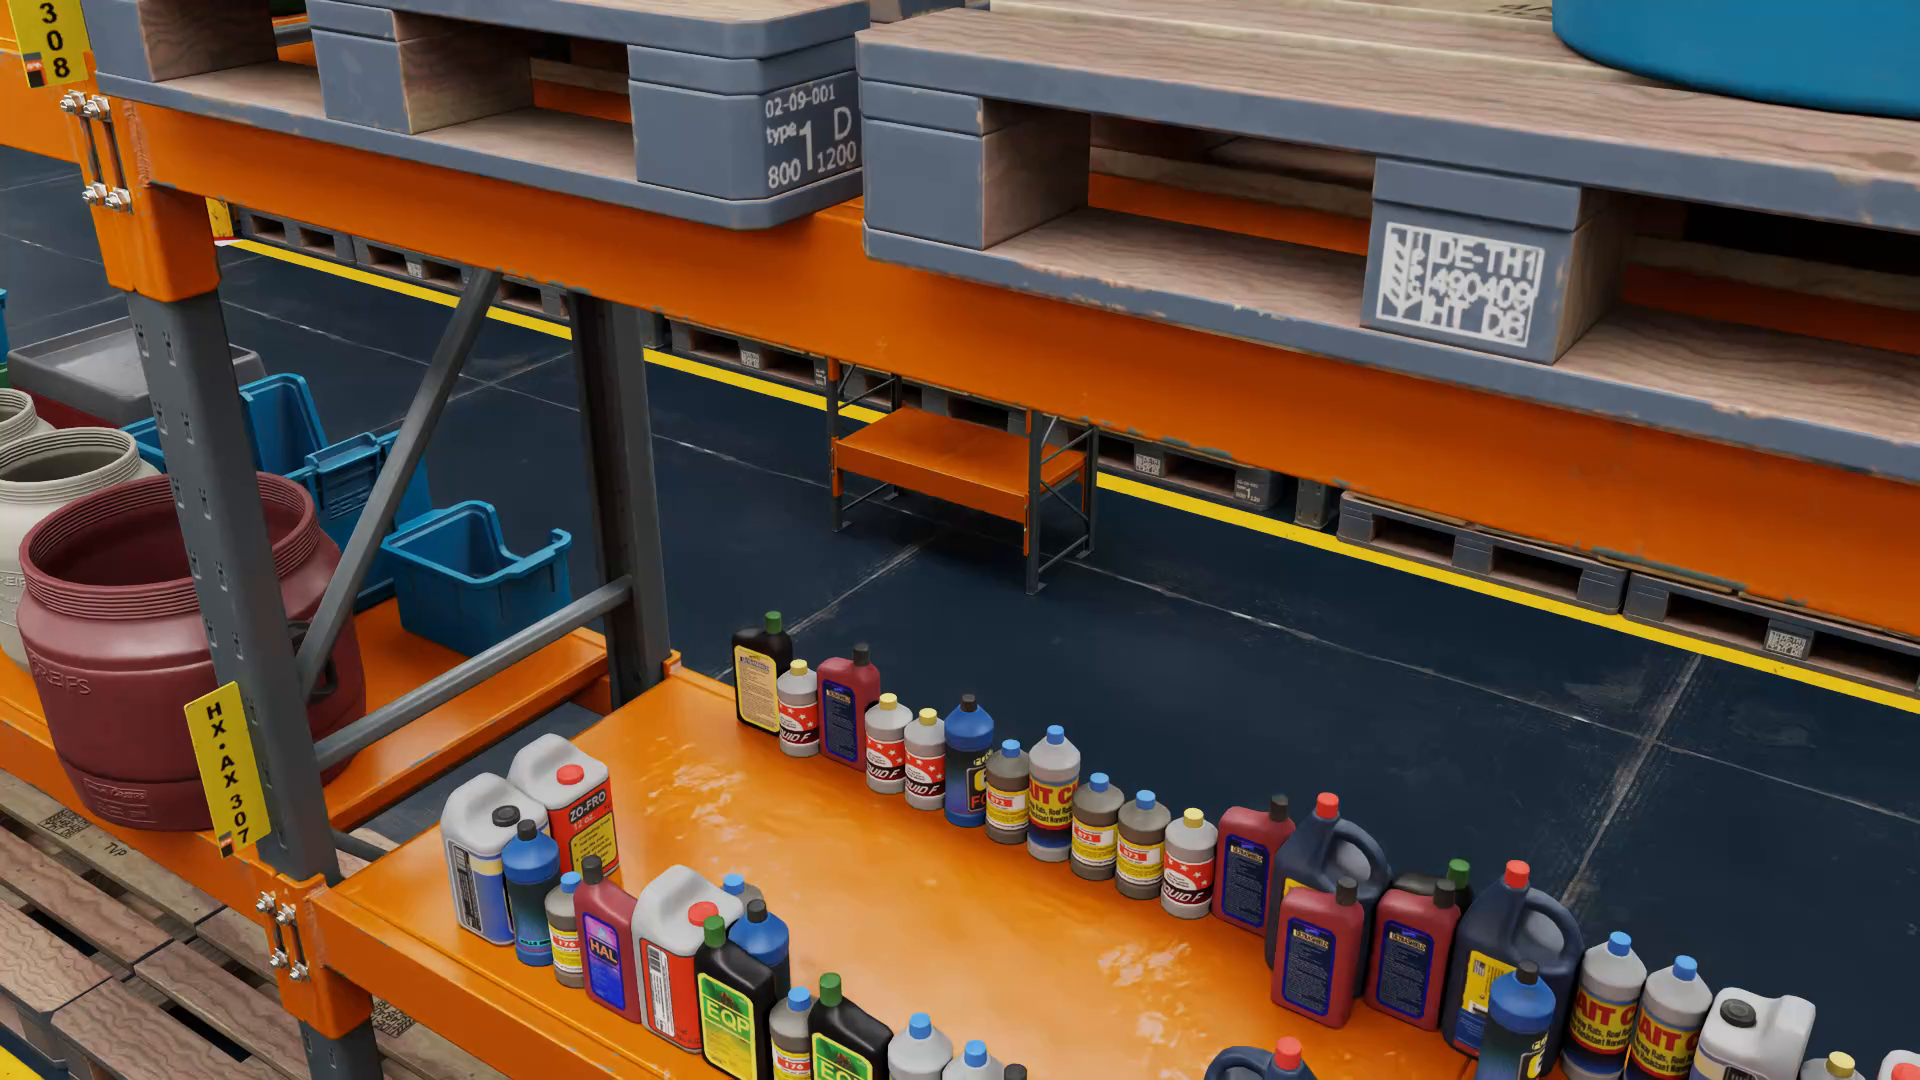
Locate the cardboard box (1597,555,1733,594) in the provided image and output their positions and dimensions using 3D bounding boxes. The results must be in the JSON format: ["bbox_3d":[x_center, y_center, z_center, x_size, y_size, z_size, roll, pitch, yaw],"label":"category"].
[{"bbox_3d":[2.873,-0.170,6.548,0.500,0.500,0.500,17,31,30],"label":"cardboard box"}]

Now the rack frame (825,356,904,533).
[{"bbox_3d":[-0.413,-0.630,7.248,0.032,1.125,0.500,17,32,30],"label":"rack frame"}]

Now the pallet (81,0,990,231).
[{"bbox_3d":[-0.418,-0.744,2.305,1.213,0.211,1.003,17,32,30],"label":"pallet"}]

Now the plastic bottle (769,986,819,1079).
[{"bbox_3d":[-0.248,0.790,2.610,0.097,0.201,0.097,0,27,0],"label":"plastic bottle"}]

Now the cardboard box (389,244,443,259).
[{"bbox_3d":[-3.228,-1.984,10.410,0.500,0.250,0.500,17,32,30],"label":"cardboard box"}]

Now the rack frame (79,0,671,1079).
[{"bbox_3d":[-0.993,0.276,3.400,0.127,3.000,1.000,17,32,30],"label":"rack frame"}]

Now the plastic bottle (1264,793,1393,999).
[{"bbox_3d":[0.631,0.592,2.833,0.185,0.351,0.144,17,32,30],"label":"plastic bottle"}]

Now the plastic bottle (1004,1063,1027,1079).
[{"bbox_3d":[0.107,0.874,2.354,0.133,0.283,0.061,17,32,30],"label":"plastic bottle"}]

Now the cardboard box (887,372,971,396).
[{"bbox_3d":[-0.023,-0.973,8.423,0.500,0.250,0.500,18,32,31],"label":"cardboard box"}]

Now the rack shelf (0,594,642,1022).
[{"bbox_3d":[-2.642,0.083,4.572,4.000,0.370,1.077,17,32,30],"label":"rack shelf"}]

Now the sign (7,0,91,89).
[{"bbox_3d":[-1.299,-0.807,2.336,0.005,0.325,0.100,17,32,30],"label":"sign"}]

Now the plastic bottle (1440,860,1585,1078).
[{"bbox_3d":[0.894,0.674,2.672,0.185,0.351,0.144,17,32,30],"label":"plastic bottle"}]

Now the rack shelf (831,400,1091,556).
[{"bbox_3d":[0.006,-0.282,7.102,1.000,0.278,0.538,17,32,30],"label":"rack shelf"}]

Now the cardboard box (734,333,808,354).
[{"bbox_3d":[-0.870,-1.236,8.939,0.500,0.250,0.500,18,32,32],"label":"cardboard box"}]

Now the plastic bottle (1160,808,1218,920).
[{"bbox_3d":[0.418,0.580,3.023,0.097,0.201,0.097,0,27,0],"label":"plastic bottle"}]

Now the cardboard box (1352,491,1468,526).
[{"bbox_3d":[2.028,-0.433,7.065,0.500,0.500,0.500,19,32,32],"label":"cardboard box"}]

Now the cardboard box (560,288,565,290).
[{"bbox_3d":[-1.989,-1.601,9.657,0.500,0.250,0.500,17,32,30],"label":"cardboard box"}]

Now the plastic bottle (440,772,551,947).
[{"bbox_3d":[-0.820,0.563,2.972,0.135,0.276,0.152,17,32,30],"label":"plastic bottle"}]

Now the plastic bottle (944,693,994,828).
[{"bbox_3d":[0.017,0.424,3.252,0.097,0.271,0.097,0,27,0],"label":"plastic bottle"}]

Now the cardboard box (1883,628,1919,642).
[{"bbox_3d":[3.727,0.092,6.033,0.500,0.500,0.500,18,32,31],"label":"cardboard box"}]

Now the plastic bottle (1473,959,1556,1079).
[{"bbox_3d":[0.861,0.766,2.580,0.097,0.271,0.097,0,27,0],"label":"plastic bottle"}]

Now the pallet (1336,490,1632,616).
[{"bbox_3d":[2.408,-0.126,7.265,1.213,0.211,1.003,17,32,30],"label":"pallet"}]

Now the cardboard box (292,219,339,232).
[{"bbox_3d":[-4.050,-2.243,10.919,0.500,0.250,0.500,17,32,30],"label":"cardboard box"}]

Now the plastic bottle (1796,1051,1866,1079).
[{"bbox_3d":[1.295,0.853,2.486,0.097,0.201,0.097,0,27,0],"label":"plastic bottle"}]

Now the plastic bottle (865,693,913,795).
[{"bbox_3d":[-0.143,0.405,3.366,0.097,0.201,0.097,0,27,0],"label":"plastic bottle"}]

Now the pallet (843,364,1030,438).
[{"bbox_3d":[0.156,-0.872,8.730,1.213,0.211,1.003,17,32,30],"label":"pallet"}]

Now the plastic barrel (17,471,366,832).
[{"bbox_3d":[-1.547,0.210,3.381,0.708,0.536,0.600,17,32,30],"label":"plastic barrel"}]

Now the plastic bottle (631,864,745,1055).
[{"bbox_3d":[-0.438,0.682,2.739,0.135,0.276,0.152,17,32,30],"label":"plastic bottle"}]

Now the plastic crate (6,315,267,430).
[{"bbox_3d":[-2.152,-0.282,4.426,0.583,0.464,0.402,17,32,30],"label":"plastic crate"}]

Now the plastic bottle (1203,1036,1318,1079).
[{"bbox_3d":[0.428,0.837,2.352,0.185,0.351,0.144,17,32,30],"label":"plastic bottle"}]

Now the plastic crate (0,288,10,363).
[{"bbox_3d":[-3.205,-0.577,5.094,0.575,0.384,0.392,17,32,30],"label":"plastic crate"}]

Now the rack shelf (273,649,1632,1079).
[{"bbox_3d":[0.655,1.110,2.554,4.000,0.370,1.077,17,32,30],"label":"rack shelf"}]

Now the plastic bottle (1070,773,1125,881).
[{"bbox_3d":[0.258,0.530,3.121,0.097,0.201,0.097,0,27,0],"label":"plastic bottle"}]

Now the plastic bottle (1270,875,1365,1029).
[{"bbox_3d":[0.595,0.667,2.760,0.133,0.283,0.061,17,32,30],"label":"plastic bottle"}]

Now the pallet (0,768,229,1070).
[{"bbox_3d":[-2.611,0.992,5.068,1.213,0.211,1.003,17,32,30],"label":"pallet"}]

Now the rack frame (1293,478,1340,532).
[{"bbox_3d":[1.814,-1.575,7.037,0.127,3.000,1.000,17,32,30],"label":"rack frame"}]

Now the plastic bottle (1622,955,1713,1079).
[{"bbox_3d":[1.104,0.762,2.587,0.097,0.271,0.097,0,27,0],"label":"plastic bottle"}]

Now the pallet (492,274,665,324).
[{"bbox_3d":[-2.115,-1.579,10.120,1.213,0.211,1.003,17,32,30],"label":"pallet"}]

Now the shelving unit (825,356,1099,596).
[{"bbox_3d":[0.006,-0.500,6.991,1.048,1.125,0.538,17,32,30],"label":"shelving unit"}]

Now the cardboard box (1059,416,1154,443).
[{"bbox_3d":[0.816,-0.711,7.909,0.500,0.250,0.500,17,31,30],"label":"cardboard box"}]

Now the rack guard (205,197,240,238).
[{"bbox_3d":[-4.800,-2.521,11.653,0.348,0.500,1.175,17,32,30],"label":"rack guard"}]

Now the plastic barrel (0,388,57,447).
[{"bbox_3d":[-2.309,-0.066,3.949,0.421,0.512,0.421,0,27,0],"label":"plastic barrel"}]

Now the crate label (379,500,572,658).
[{"bbox_3d":[-1.128,0.102,3.926,0.416,0.233,0.303,17,32,30],"label":"crate label"}]

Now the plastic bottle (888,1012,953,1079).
[{"bbox_3d":[-0.058,0.818,2.478,0.097,0.271,0.097,0,27,0],"label":"plastic bottle"}]

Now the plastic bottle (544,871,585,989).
[{"bbox_3d":[-0.659,0.662,2.862,0.097,0.201,0.097,0,27,0],"label":"plastic bottle"}]

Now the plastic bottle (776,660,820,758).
[{"bbox_3d":[-0.333,0.346,3.483,0.097,0.201,0.097,0,27,0],"label":"plastic bottle"}]

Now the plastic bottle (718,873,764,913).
[{"bbox_3d":[-0.383,0.664,2.857,0.097,0.201,0.097,0,27,0],"label":"plastic bottle"}]

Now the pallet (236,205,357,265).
[{"bbox_3d":[-4.126,-2.206,11.351,1.213,0.211,1.003,17,32,30],"label":"pallet"}]
